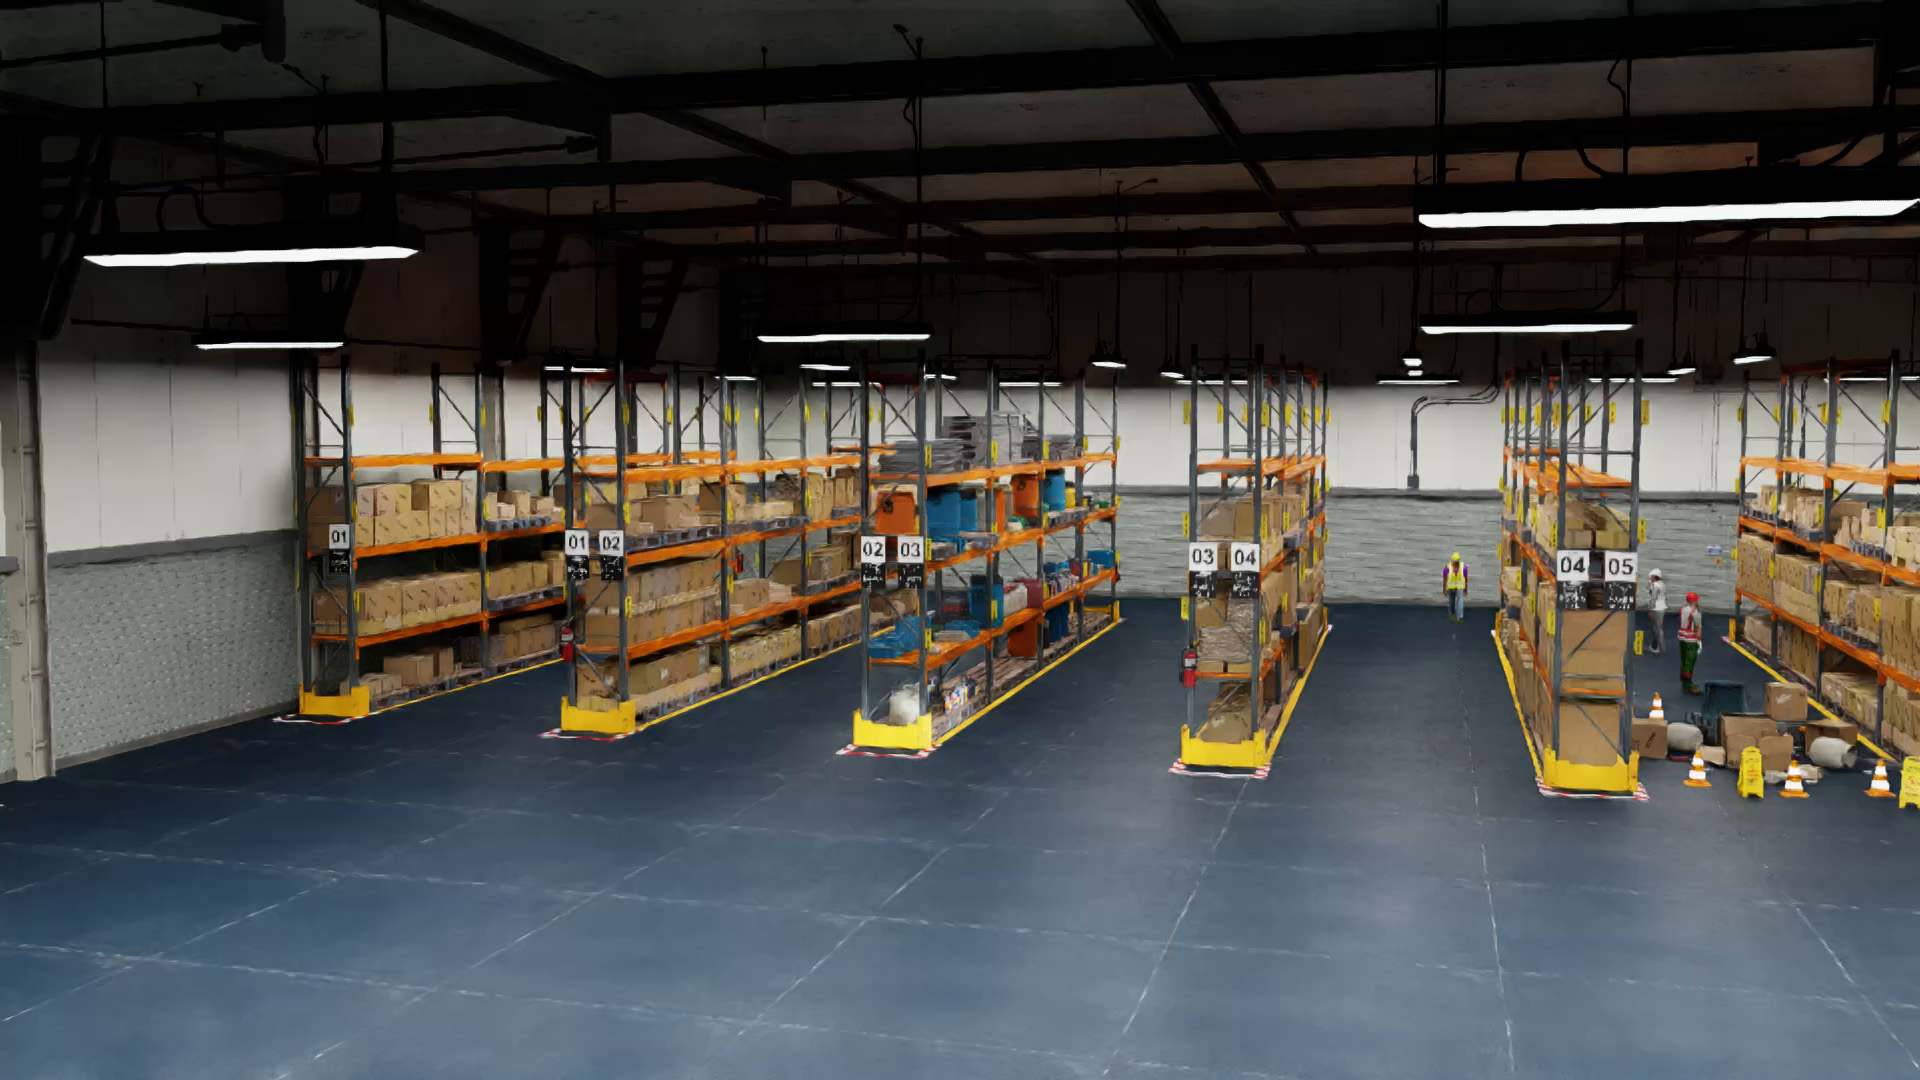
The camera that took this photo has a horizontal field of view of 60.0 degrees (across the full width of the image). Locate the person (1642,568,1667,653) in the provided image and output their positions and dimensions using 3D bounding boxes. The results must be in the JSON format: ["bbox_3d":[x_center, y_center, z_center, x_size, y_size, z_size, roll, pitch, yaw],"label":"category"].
[{"bbox_3d":[14.631,1.476,35.029,0.553,1.771,0.607,3,5,35],"label":"person"}]

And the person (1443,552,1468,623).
[{"bbox_3d":[11.963,1.135,40.182,0.577,1.691,1.121,1,5,18],"label":"person"}]

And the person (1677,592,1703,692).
[{"bbox_3d":[13.271,1.829,30.140,0.468,1.794,0.625,-1,4,-11],"label":"person"}]
